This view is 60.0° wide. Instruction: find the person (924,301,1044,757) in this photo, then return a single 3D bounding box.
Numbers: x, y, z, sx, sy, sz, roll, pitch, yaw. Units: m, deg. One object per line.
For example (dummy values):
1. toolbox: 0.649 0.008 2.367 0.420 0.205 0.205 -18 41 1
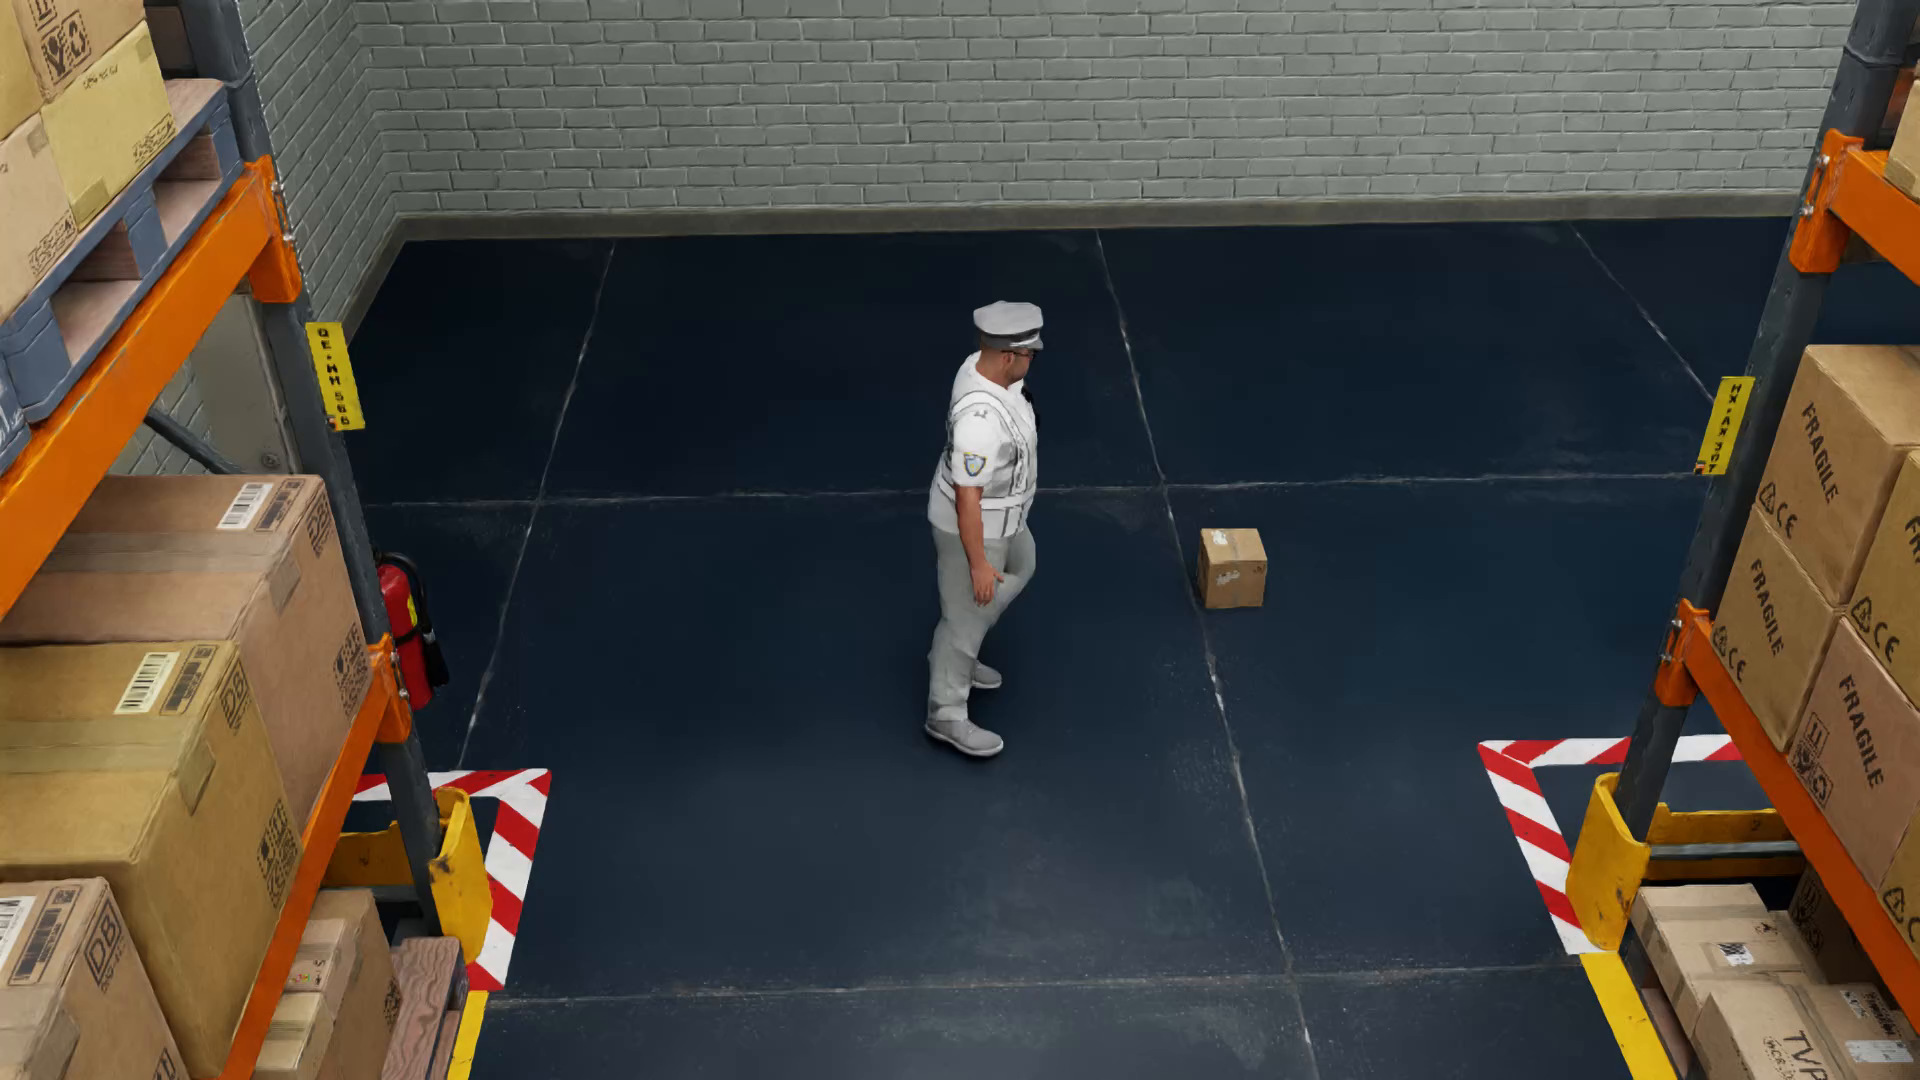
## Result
1. person: 0.079 -0.074 6.216 0.423 1.732 0.725 2 35 3
